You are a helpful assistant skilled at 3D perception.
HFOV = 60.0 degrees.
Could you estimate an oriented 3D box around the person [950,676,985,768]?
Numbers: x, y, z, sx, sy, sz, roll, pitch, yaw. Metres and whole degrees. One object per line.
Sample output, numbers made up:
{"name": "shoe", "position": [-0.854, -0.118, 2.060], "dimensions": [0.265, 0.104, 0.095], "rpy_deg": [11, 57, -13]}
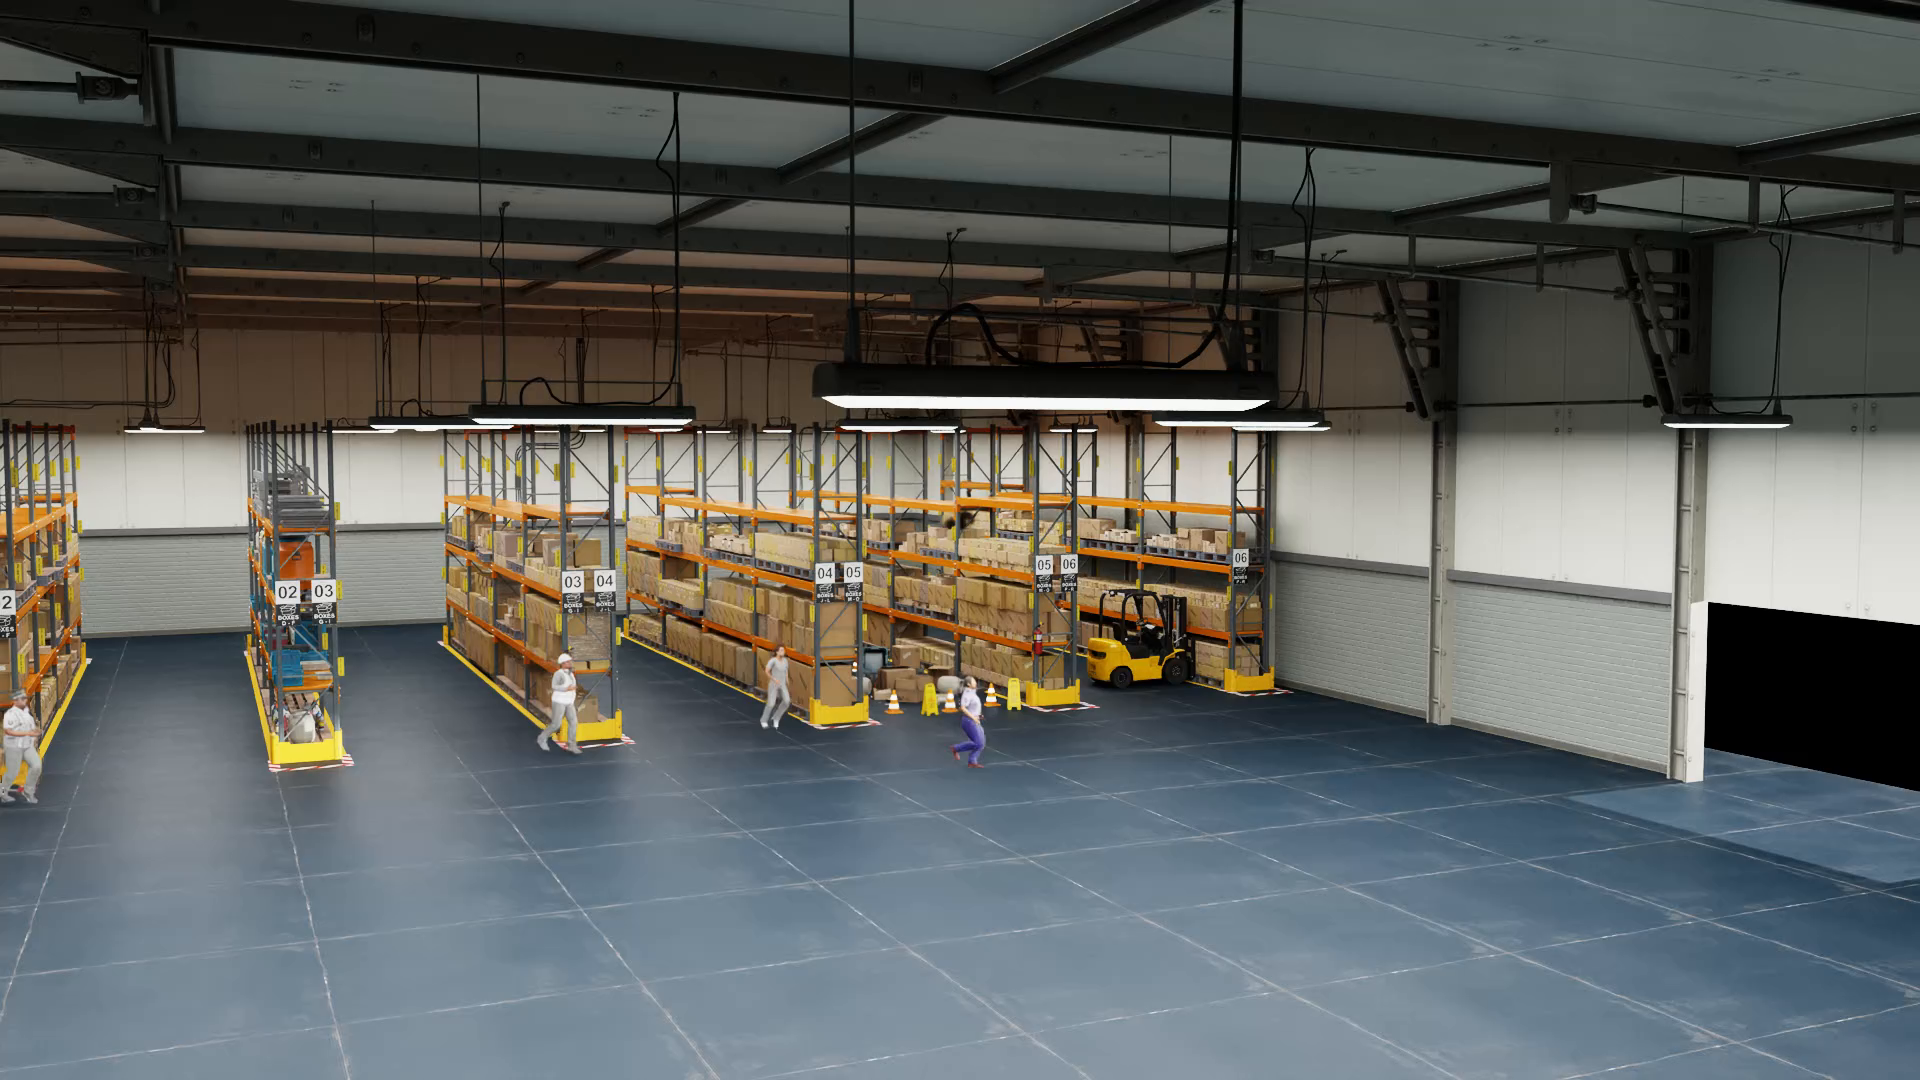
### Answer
{"name": "person", "position": [0.136, 3.139, 28.660], "dimensions": [0.584, 1.606, 0.609], "rpy_deg": [0, 4, 5]}

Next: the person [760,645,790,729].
{"name": "person", "position": [-3.556, 2.866, 32.621], "dimensions": [0.623, 1.633, 0.632], "rpy_deg": [-3, 5, -38]}

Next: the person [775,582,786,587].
{"name": "person", "position": [-5.494, 1.673, 51.026], "dimensions": [0.785, 1.727, 0.753], "rpy_deg": [-1, 4, -10]}

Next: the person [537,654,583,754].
{"name": "person", "position": [-7.184, 2.954, 30.067], "dimensions": [0.878, 1.793, 0.667], "rpy_deg": [1, 4, 21]}

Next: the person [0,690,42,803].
{"name": "person", "position": [-14.612, 3.248, 25.874], "dimensions": [0.762, 1.856, 0.681], "rpy_deg": [0, 4, 7]}
